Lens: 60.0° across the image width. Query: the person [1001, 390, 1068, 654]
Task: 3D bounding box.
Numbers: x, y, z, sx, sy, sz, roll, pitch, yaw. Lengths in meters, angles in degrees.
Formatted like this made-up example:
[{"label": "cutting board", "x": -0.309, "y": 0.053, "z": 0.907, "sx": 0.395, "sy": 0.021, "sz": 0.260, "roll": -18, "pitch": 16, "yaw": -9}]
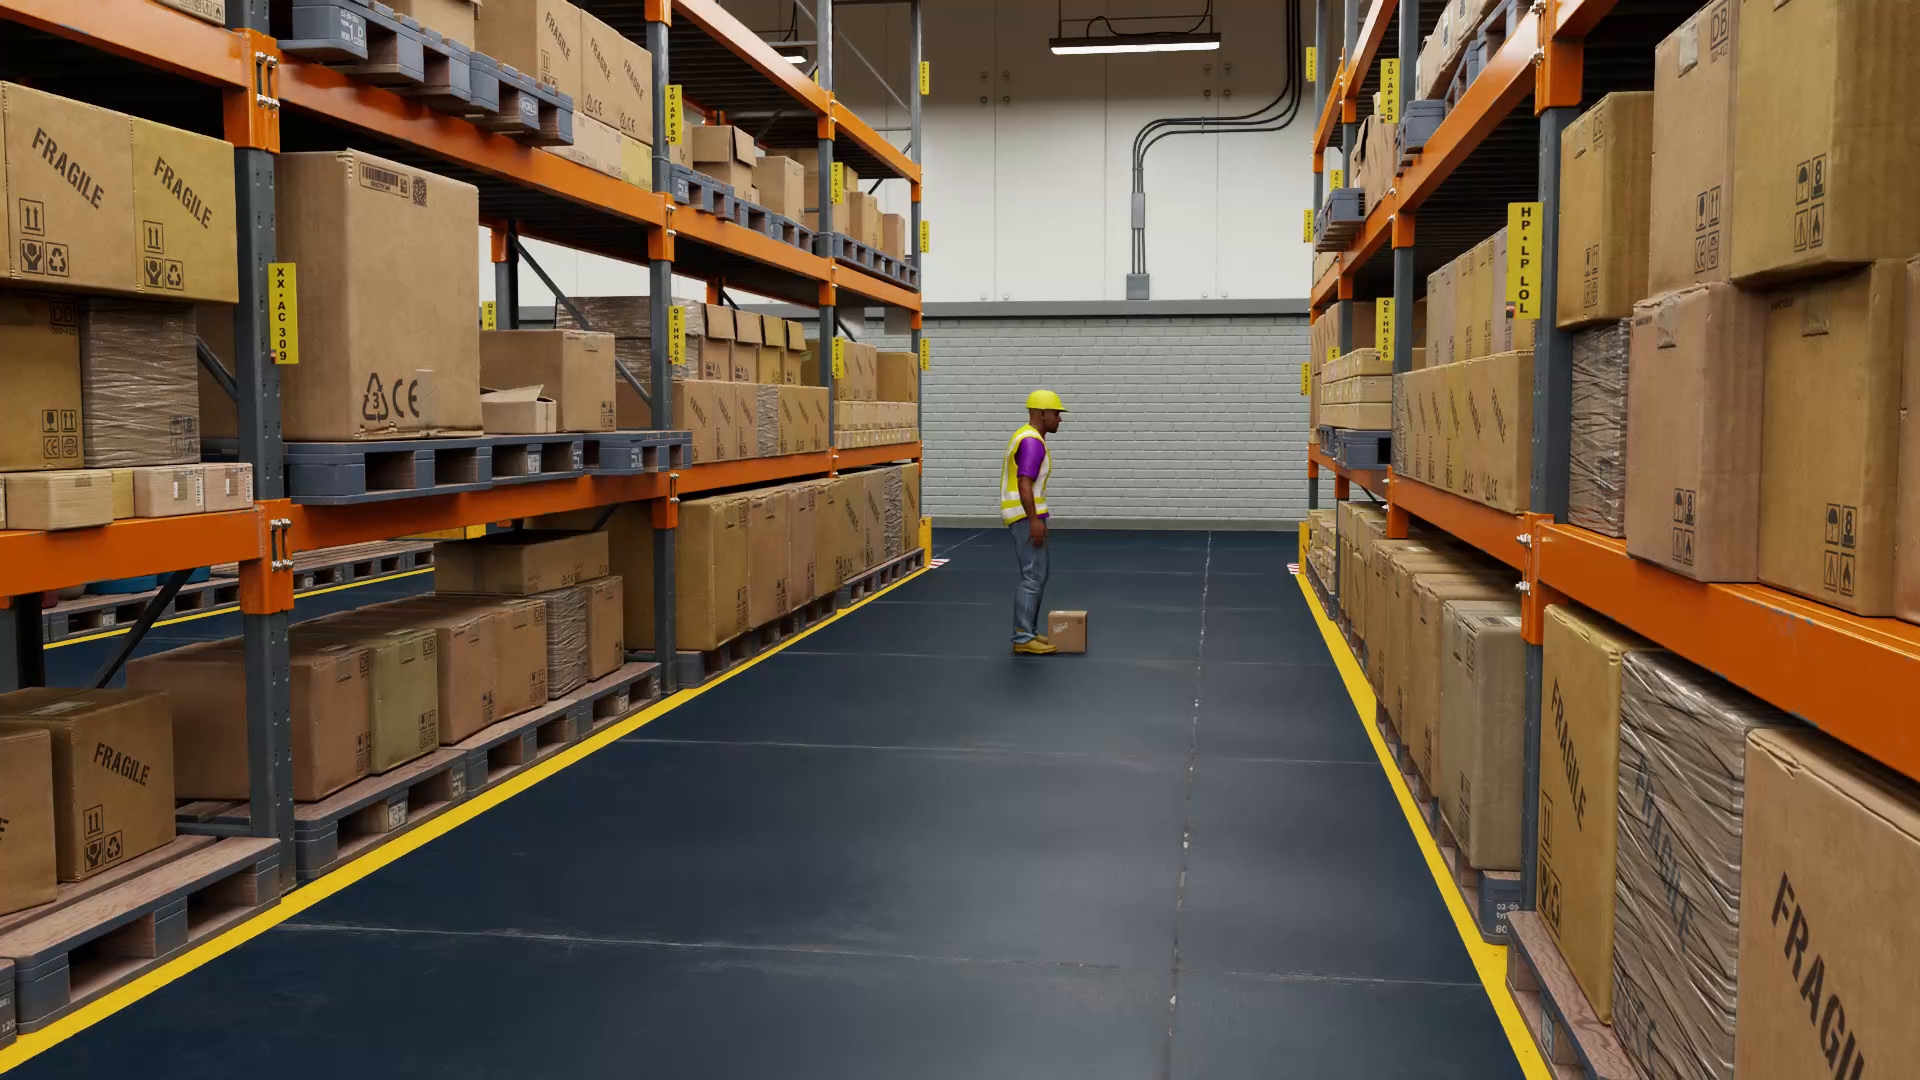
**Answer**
[{"label": "person", "x": 0.503, "y": -0.134, "z": 11.254, "sx": 0.456, "sy": 1.760, "sz": 0.635, "roll": 0, "pitch": 4, "yaw": 6}]
